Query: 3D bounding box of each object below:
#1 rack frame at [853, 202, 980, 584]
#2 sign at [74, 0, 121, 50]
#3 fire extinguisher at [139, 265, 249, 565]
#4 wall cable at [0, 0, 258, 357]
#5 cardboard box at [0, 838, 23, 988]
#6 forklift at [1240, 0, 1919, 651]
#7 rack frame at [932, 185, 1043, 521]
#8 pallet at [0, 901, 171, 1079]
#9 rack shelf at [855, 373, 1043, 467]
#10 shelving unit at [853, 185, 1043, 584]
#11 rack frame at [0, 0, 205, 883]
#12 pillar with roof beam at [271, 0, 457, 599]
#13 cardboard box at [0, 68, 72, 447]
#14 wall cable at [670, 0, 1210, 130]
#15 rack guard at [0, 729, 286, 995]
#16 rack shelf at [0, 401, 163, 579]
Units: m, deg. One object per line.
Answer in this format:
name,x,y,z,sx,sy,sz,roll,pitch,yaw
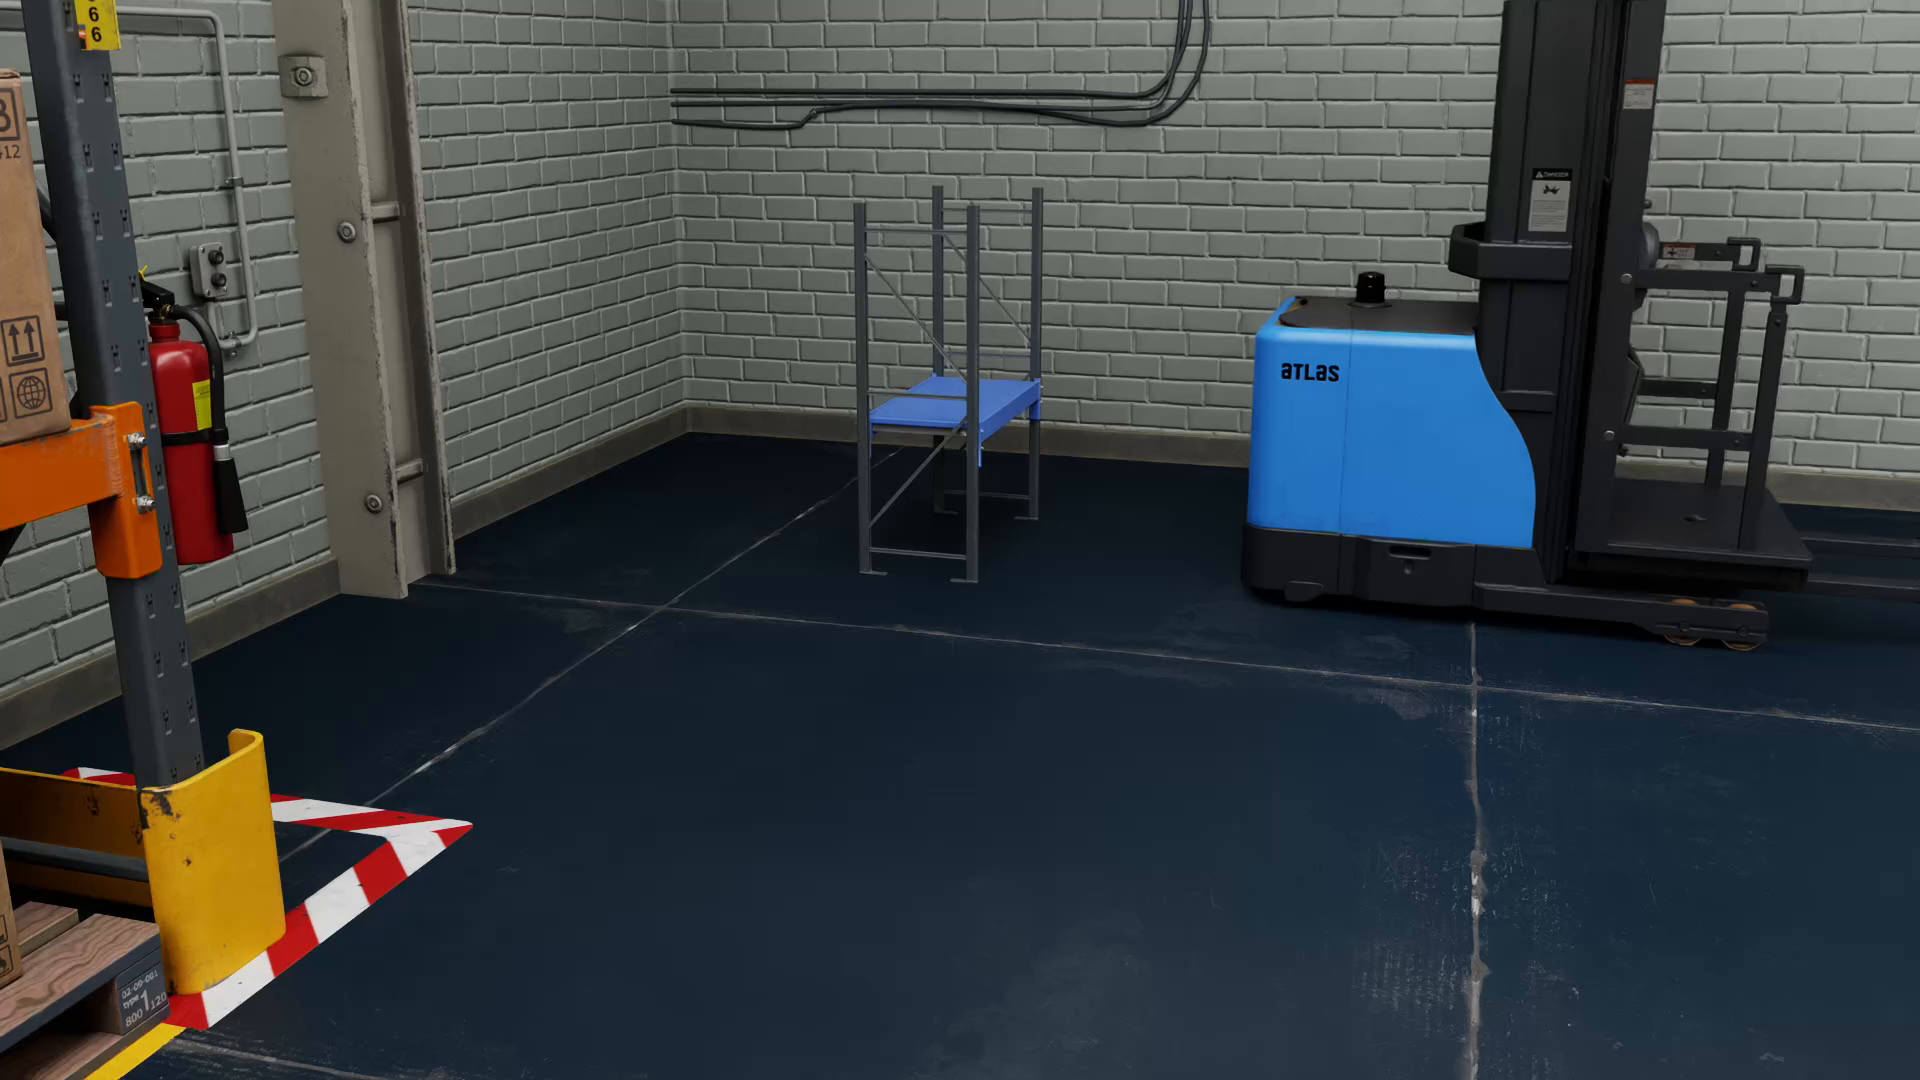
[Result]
rack frame,-0.169,-0.566,6.577,0.500,1.500,0.032,5,16,16
sign,-1.704,-1.127,3.249,0.100,0.325,0.005,5,16,16
fire extinguisher,-1.735,-0.289,3.675,0.296,0.674,0.183,5,16,16
wall cable,-2.764,-1.399,4.902,0.084,1.984,1.851,5,16,16
cardboard box,-2.324,0.690,3.212,0.700,0.500,0.500,5,16,16
forklift,2.673,-1.177,6.106,3.031,2.935,1.130,5,17,16
rack frame,0.120,-0.832,7.515,0.500,1.500,0.032,5,16,16
pallet,-2.373,1.055,3.223,1.003,0.211,1.213,5,16,16
rack shelf,-0.024,-0.526,7.095,0.538,0.185,1.000,5,16,16
shelving unit,-0.024,-0.699,7.046,0.538,1.500,1.048,5,16,16
rack frame,-2.221,-0.502,3.601,1.000,3.000,0.127,5,16,16
pillar with roof beam,1.845,-3.827,4.332,9.100,9.000,0.400,5,16,16
cardboard box,-2.356,-0.512,3.087,0.980,0.700,0.700,5,17,18
wall cable,-0.271,-3.346,8.325,3.097,2.526,0.112,5,16,16
rack guard,-2.214,0.695,3.964,1.175,0.500,0.348,5,16,16
rack shelf,-2.789,0.368,1.854,1.077,0.370,4.000,5,16,16
